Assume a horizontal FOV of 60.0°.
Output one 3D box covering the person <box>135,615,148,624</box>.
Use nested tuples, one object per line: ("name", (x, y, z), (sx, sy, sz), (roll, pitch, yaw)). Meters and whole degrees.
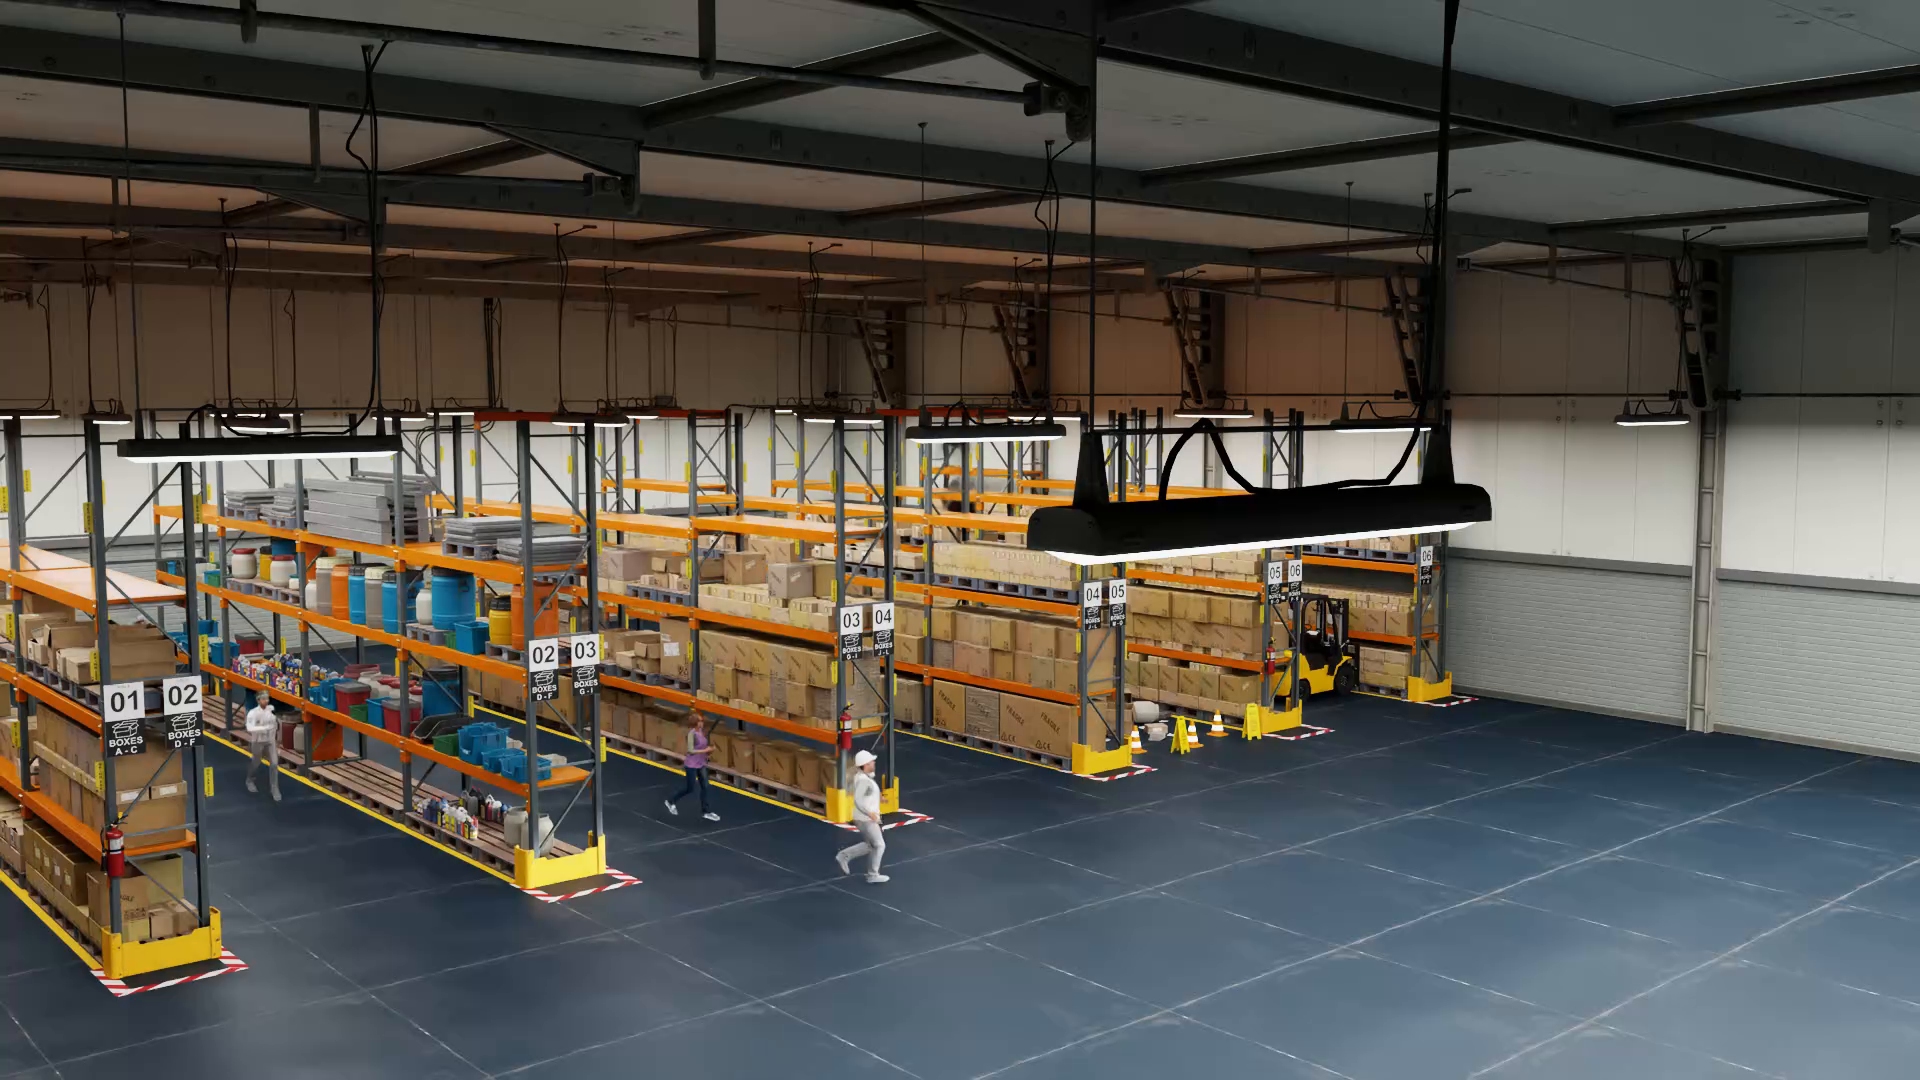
("person", (-17.723, 2.444, 35.444), (0.944, 1.676, 0.625), (-3, 6, -30))

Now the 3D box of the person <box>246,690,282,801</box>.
("person", (-10.933, 3.180, 26.063), (0.883, 1.720, 0.589), (4, 7, 41))

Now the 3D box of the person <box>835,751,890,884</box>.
("person", (-1.252, 3.578, 21.472), (0.716, 1.736, 0.658), (-1, 5, -8))

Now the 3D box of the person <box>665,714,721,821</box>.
("person", (-3.957, 3.350, 24.625), (0.881, 1.586, 0.537), (1, 5, 16))
